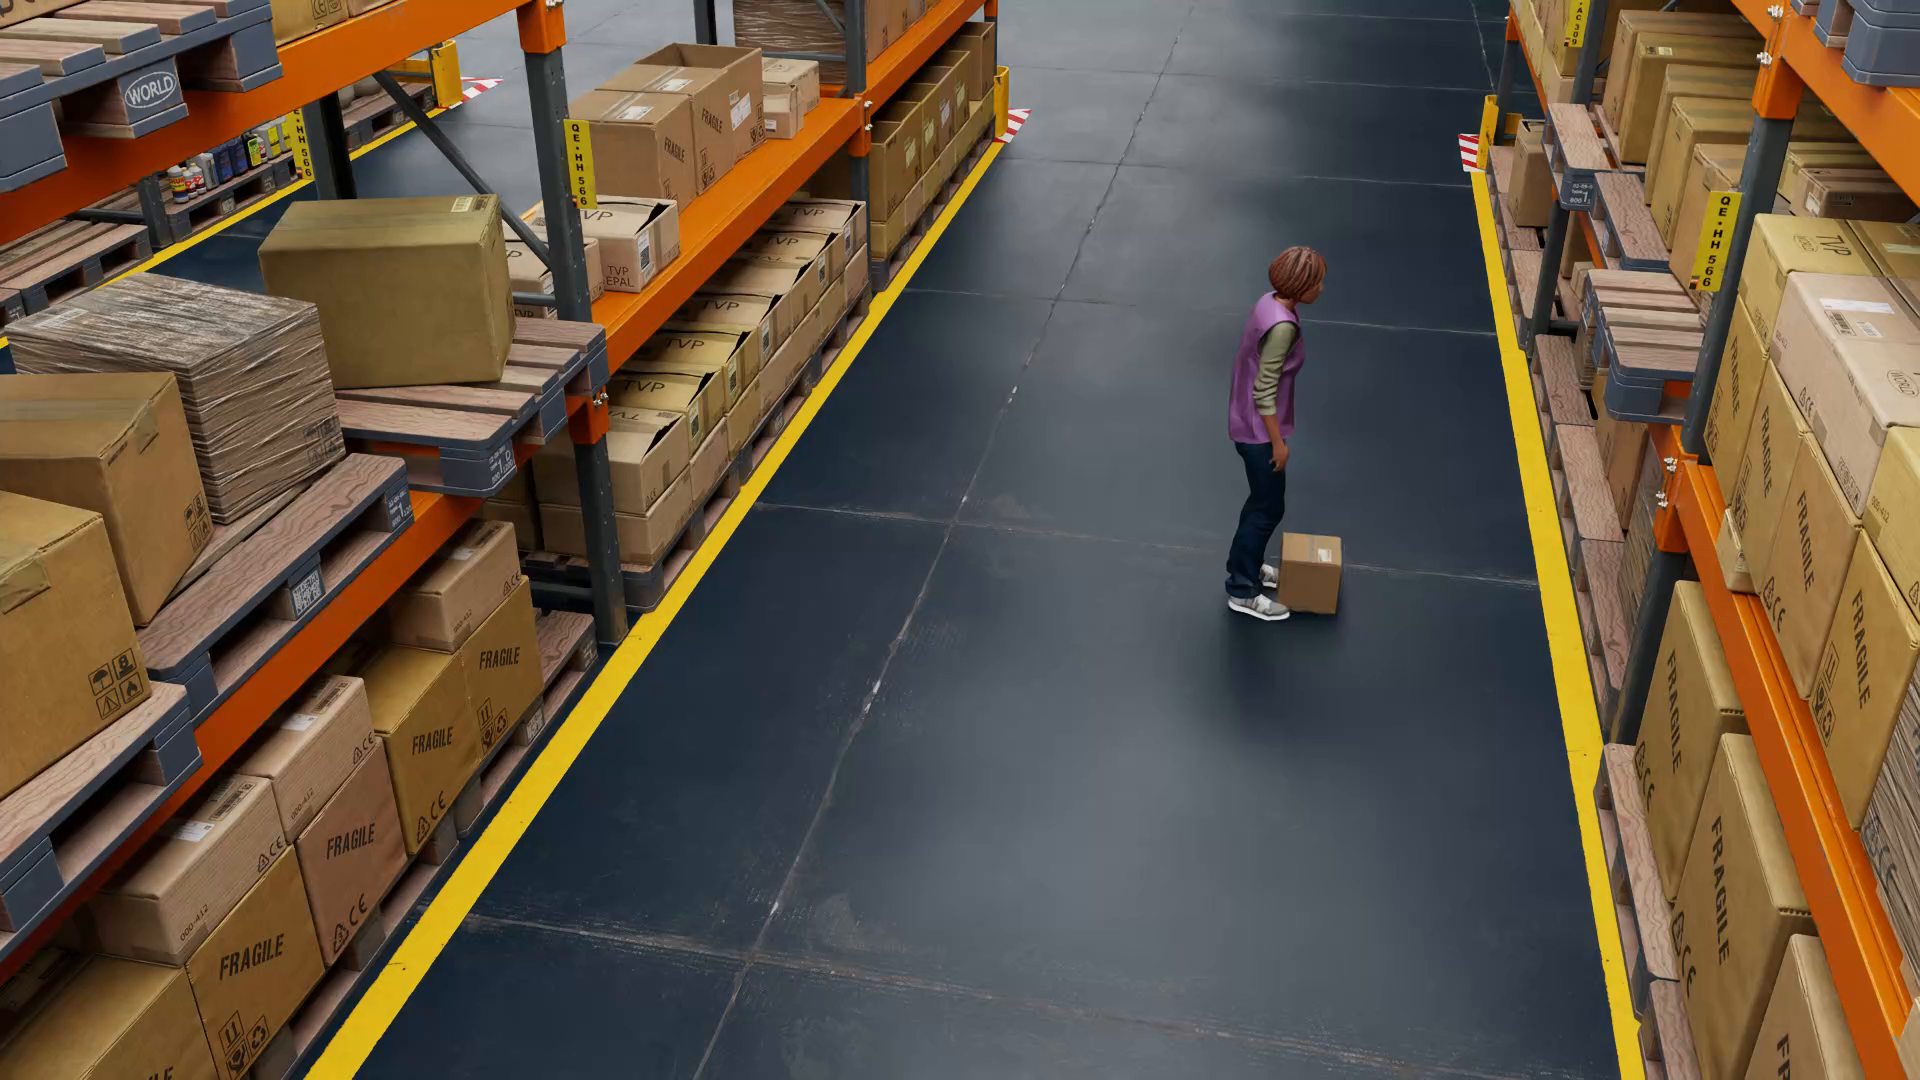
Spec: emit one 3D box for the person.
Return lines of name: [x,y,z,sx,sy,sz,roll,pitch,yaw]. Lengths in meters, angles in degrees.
person: [1.288,-0.458,6.957,0.342,1.593,0.461,5,30,9]
